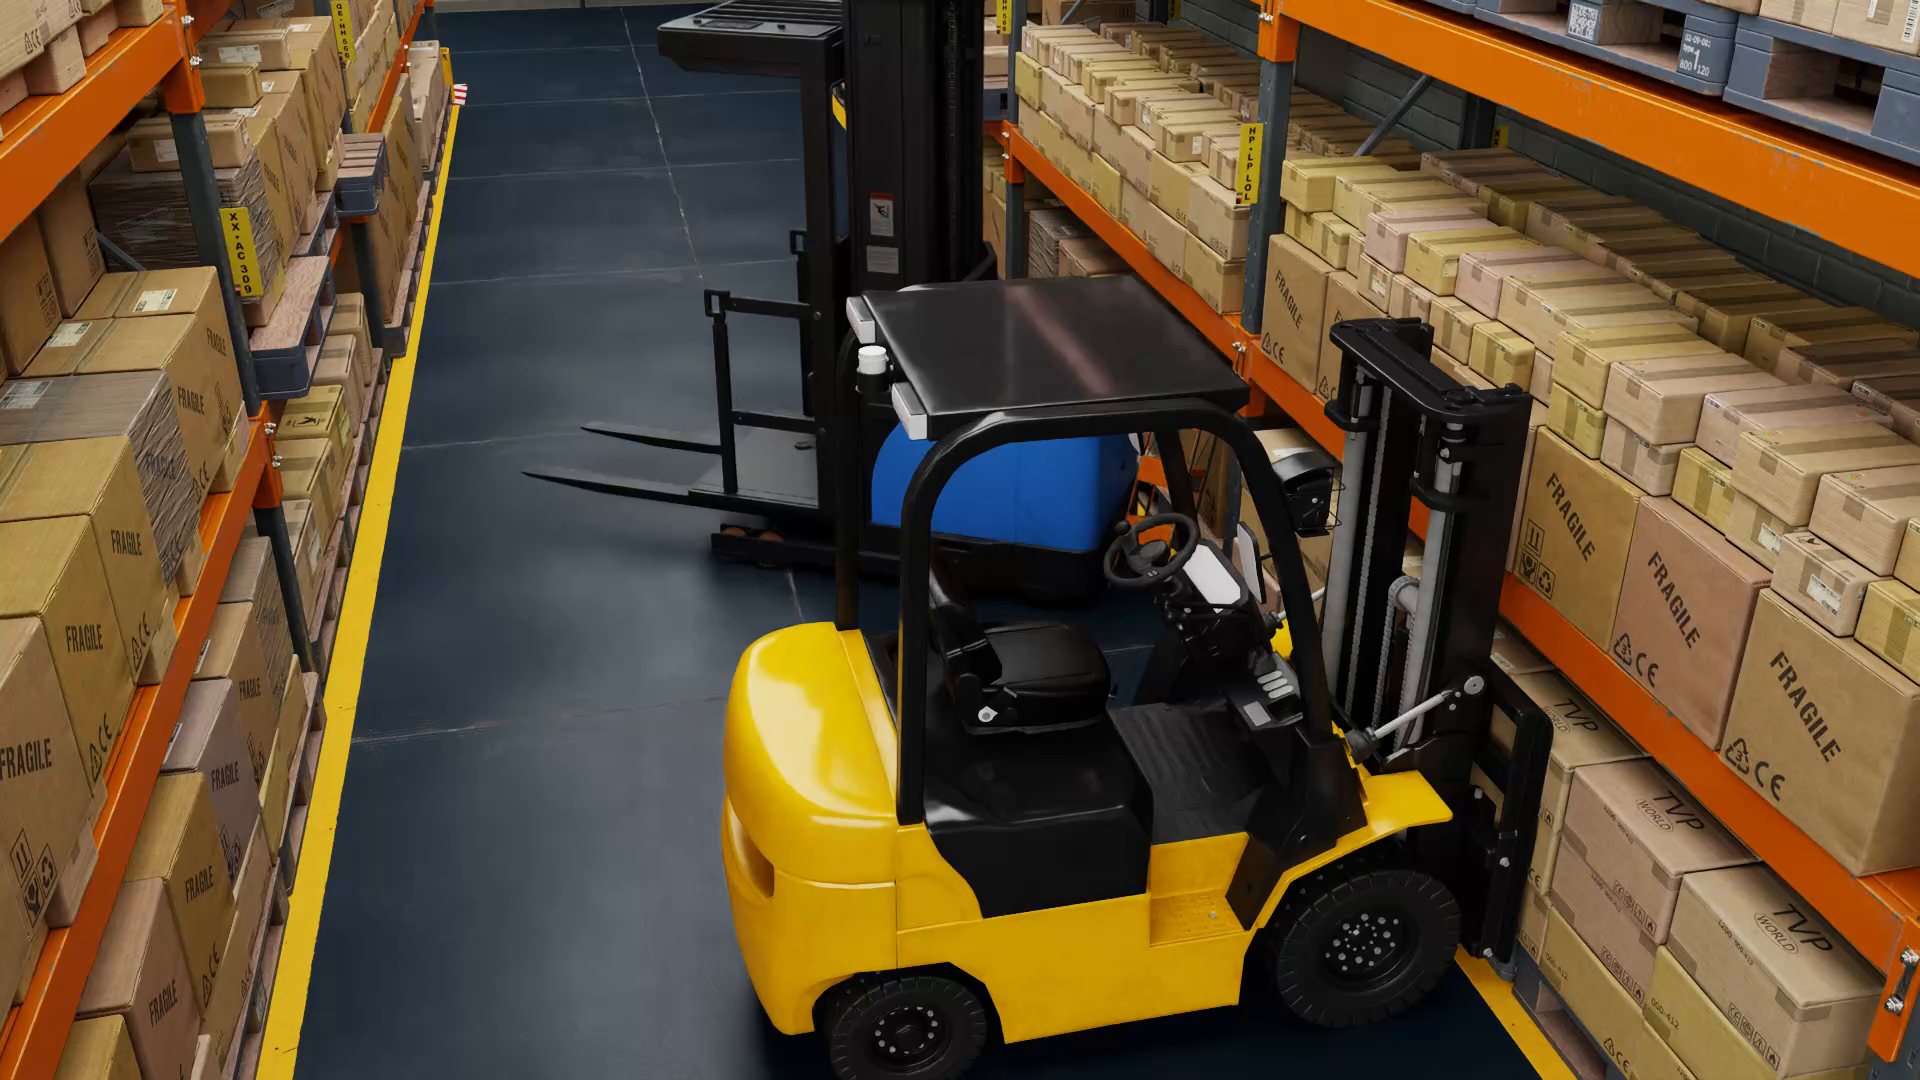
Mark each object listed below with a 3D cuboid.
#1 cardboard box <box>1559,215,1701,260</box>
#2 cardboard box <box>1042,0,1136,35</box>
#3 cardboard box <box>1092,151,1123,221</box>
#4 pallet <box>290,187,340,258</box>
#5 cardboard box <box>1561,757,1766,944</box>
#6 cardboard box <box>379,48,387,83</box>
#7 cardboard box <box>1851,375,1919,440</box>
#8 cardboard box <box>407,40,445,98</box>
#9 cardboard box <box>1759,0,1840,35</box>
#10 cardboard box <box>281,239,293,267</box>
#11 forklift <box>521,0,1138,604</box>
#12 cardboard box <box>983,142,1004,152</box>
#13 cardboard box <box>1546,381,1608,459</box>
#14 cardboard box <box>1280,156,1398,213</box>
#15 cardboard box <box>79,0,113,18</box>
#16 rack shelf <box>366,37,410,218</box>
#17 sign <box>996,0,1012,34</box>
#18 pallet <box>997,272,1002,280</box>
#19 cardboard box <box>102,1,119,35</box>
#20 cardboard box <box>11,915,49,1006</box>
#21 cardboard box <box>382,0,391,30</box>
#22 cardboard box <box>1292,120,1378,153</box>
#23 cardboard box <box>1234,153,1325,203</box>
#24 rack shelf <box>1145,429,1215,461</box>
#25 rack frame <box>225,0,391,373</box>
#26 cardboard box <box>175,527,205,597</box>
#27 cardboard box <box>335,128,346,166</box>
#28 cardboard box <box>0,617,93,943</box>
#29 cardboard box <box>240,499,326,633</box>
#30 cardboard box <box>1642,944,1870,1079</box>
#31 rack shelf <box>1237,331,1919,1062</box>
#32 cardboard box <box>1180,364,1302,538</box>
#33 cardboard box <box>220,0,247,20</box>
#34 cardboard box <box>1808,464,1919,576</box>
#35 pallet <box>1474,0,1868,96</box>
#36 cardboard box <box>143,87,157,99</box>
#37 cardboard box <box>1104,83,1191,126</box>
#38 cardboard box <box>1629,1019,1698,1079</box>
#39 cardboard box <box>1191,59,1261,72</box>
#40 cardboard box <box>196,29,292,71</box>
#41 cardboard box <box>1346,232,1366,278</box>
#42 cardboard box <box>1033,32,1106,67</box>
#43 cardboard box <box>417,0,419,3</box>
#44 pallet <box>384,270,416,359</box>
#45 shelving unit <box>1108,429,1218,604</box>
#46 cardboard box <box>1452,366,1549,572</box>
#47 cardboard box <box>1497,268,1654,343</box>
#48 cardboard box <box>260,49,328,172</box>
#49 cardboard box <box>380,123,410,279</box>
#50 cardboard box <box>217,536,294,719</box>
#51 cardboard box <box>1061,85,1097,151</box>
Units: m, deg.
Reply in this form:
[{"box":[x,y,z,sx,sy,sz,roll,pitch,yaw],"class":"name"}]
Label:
[{"box":[2.314,-1.011,5.763,0.380,0.149,0.250,-6,27,-12],"class":"cardboard box"},{"box":[0.838,-3.332,10.946,0.500,0.500,0.500,-5,27,-9],"class":"cardboard box"},{"box":[1.010,-1.897,8.846,0.500,0.250,0.500,-5,27,-10],"class":"cardboard box"},{"box":[-3.548,-1.402,7.911,1.003,0.211,1.213,-6,27,-12],"class":"pallet"},{"box":[2.076,0.854,4.706,0.500,0.250,0.500,-5,27,-11],"class":"cardboard box"},{"box":[-4.380,-3.423,11.869,0.500,0.250,0.500,-7,28,-13],"class":"cardboard box"},{"box":[2.596,-0.325,4.404,0.380,0.149,0.250,-6,27,-11],"class":"cardboard box"},{"box":[-5.591,-4.628,16.469,0.875,0.438,0.875,-7,28,-13],"class":"cardboard box"},{"box":[2.064,-1.302,3.743,0.396,0.266,0.258,-6,27,-11],"class":"cardboard box"},{"box":[-3.152,-1.291,7.291,0.380,0.149,0.250,-6,27,-11],"class":"cardboard box"},{"box":[-0.687,-1.393,7.758,3.031,2.935,1.130,8,28,16],"class":"forklift"},{"box":[0.320,-2.768,11.992,0.380,0.149,0.250,-5,27,-10],"class":"cardboard box"},{"box":[1.940,-0.365,4.813,0.380,0.149,0.250,-6,27,-11],"class":"cardboard box"},{"box":[1.486,-1.399,6.532,0.380,0.149,0.250,-5,27,-11],"class":"cardboard box"},{"box":[-2.656,-1.613,4.624,0.500,0.250,0.500,-6,27,-12],"class":"cardboard box"},{"box":[-4.485,-2.909,11.483,1.077,0.370,4.000,-6,27,-12],"class":"rack shelf"},{"box":[0.275,-3.280,10.223,0.100,0.325,0.005,-6,27,-12],"class":"sign"},{"box":[0.670,-1.945,11.869,1.003,0.211,1.213,-6,27,-12],"class":"pallet"},{"box":[-2.793,-1.596,5.033,0.380,0.149,0.250,-6,27,-11],"class":"cardboard box"},{"box":[-2.157,0.868,3.481,0.380,0.149,0.250,-7,28,-13],"class":"cardboard box"},{"box":[-4.479,-3.877,12.214,0.500,0.250,0.500,-5,27,-10],"class":"cardboard box"},{"box":[1.768,-1.845,7.746,0.380,0.149,0.250,-6,27,-12],"class":"cardboard box"},{"box":[1.409,-1.564,7.188,0.380,0.149,0.250,-5,27,-10],"class":"cardboard box"},{"box":[1.018,-0.515,7.531,0.240,0.259,0.215,19,10,32],"class":"rack shelf"},{"box":[-4.034,-2.352,9.582,1.000,3.000,0.127,-6,27,-12],"class":"rack frame"},{"box":[-2.531,0.072,5.058,0.380,0.149,0.250,-6,27,-12],"class":"cardboard box"},{"box":[-3.499,-2.091,8.877,0.380,0.149,0.250,-6,27,-12],"class":"cardboard box"},{"box":[-2.187,0.519,3.452,0.500,0.500,0.500,-5,27,-10],"class":"cardboard box"},{"box":[-3.253,0.159,7.056,0.950,0.372,0.625,-6,27,-11],"class":"cardboard box"},{"box":[2.190,1.289,4.398,0.500,0.250,0.500,-6,27,-12],"class":"cardboard box"},{"box":[2.154,0.097,5.527,1.077,0.370,4.000,-6,27,-12],"class":"rack shelf"},{"box":[1.574,-0.457,7.996,0.875,0.625,0.625,-5,27,-9],"class":"cardboard box"},{"box":[-4.405,-3.044,9.731,0.500,0.500,0.500,-7,28,-13],"class":"cardboard box"},{"box":[2.232,-0.054,3.867,0.380,0.149,0.250,-6,27,-12],"class":"cardboard box"},{"box":[2.192,-1.495,4.653,1.003,0.211,1.213,-6,27,-12],"class":"pallet"},{"box":[-3.802,-1.815,7.611,0.500,0.500,0.500,-7,28,-14],"class":"cardboard box"},{"box":[0.957,-2.230,8.509,0.380,0.149,0.250,-7,28,-13],"class":"cardboard box"},{"box":[2.191,1.520,4.495,0.500,0.250,0.500,-6,27,-11],"class":"cardboard box"},{"box":[1.483,-2.522,9.087,0.380,0.149,0.250,-6,27,-12],"class":"cardboard box"},{"box":[-3.390,-2.317,7.885,0.380,0.149,0.250,-7,28,-14],"class":"cardboard box"},{"box":[1.664,-1.045,6.160,0.380,0.149,0.250,-6,27,-12],"class":"cardboard box"},{"box":[0.648,-2.905,9.846,0.380,0.149,0.250,-5,27,-10],"class":"cardboard box"},{"box":[-5.117,-5.052,14.819,0.500,0.500,0.500,-5,27,-10],"class":"cardboard box"},{"box":[-4.138,-1.461,10.911,1.003,0.211,1.213,-6,27,-12],"class":"pallet"},{"box":[0.955,-0.252,7.571,0.252,1.050,0.215,19,10,32],"class":"shelving unit"},{"box":[1.890,-0.253,5.312,0.500,0.500,0.500,-6,27,-11],"class":"cardboard box"},{"box":[1.927,-0.734,5.214,0.380,0.149,0.250,-6,27,-11],"class":"cardboard box"},{"box":[-3.418,-2.099,8.172,0.500,0.500,0.500,-8,28,-15],"class":"cardboard box"},{"box":[-4.305,-2.295,11.360,0.875,0.875,0.875,-6,27,-11],"class":"cardboard box"},{"box":[-2.738,0.341,5.998,0.500,0.500,0.500,-6,27,-12],"class":"cardboard box"},{"box":[0.875,-2.343,9.175,0.500,0.250,0.500,-7,28,-13],"class":"cardboard box"}]
